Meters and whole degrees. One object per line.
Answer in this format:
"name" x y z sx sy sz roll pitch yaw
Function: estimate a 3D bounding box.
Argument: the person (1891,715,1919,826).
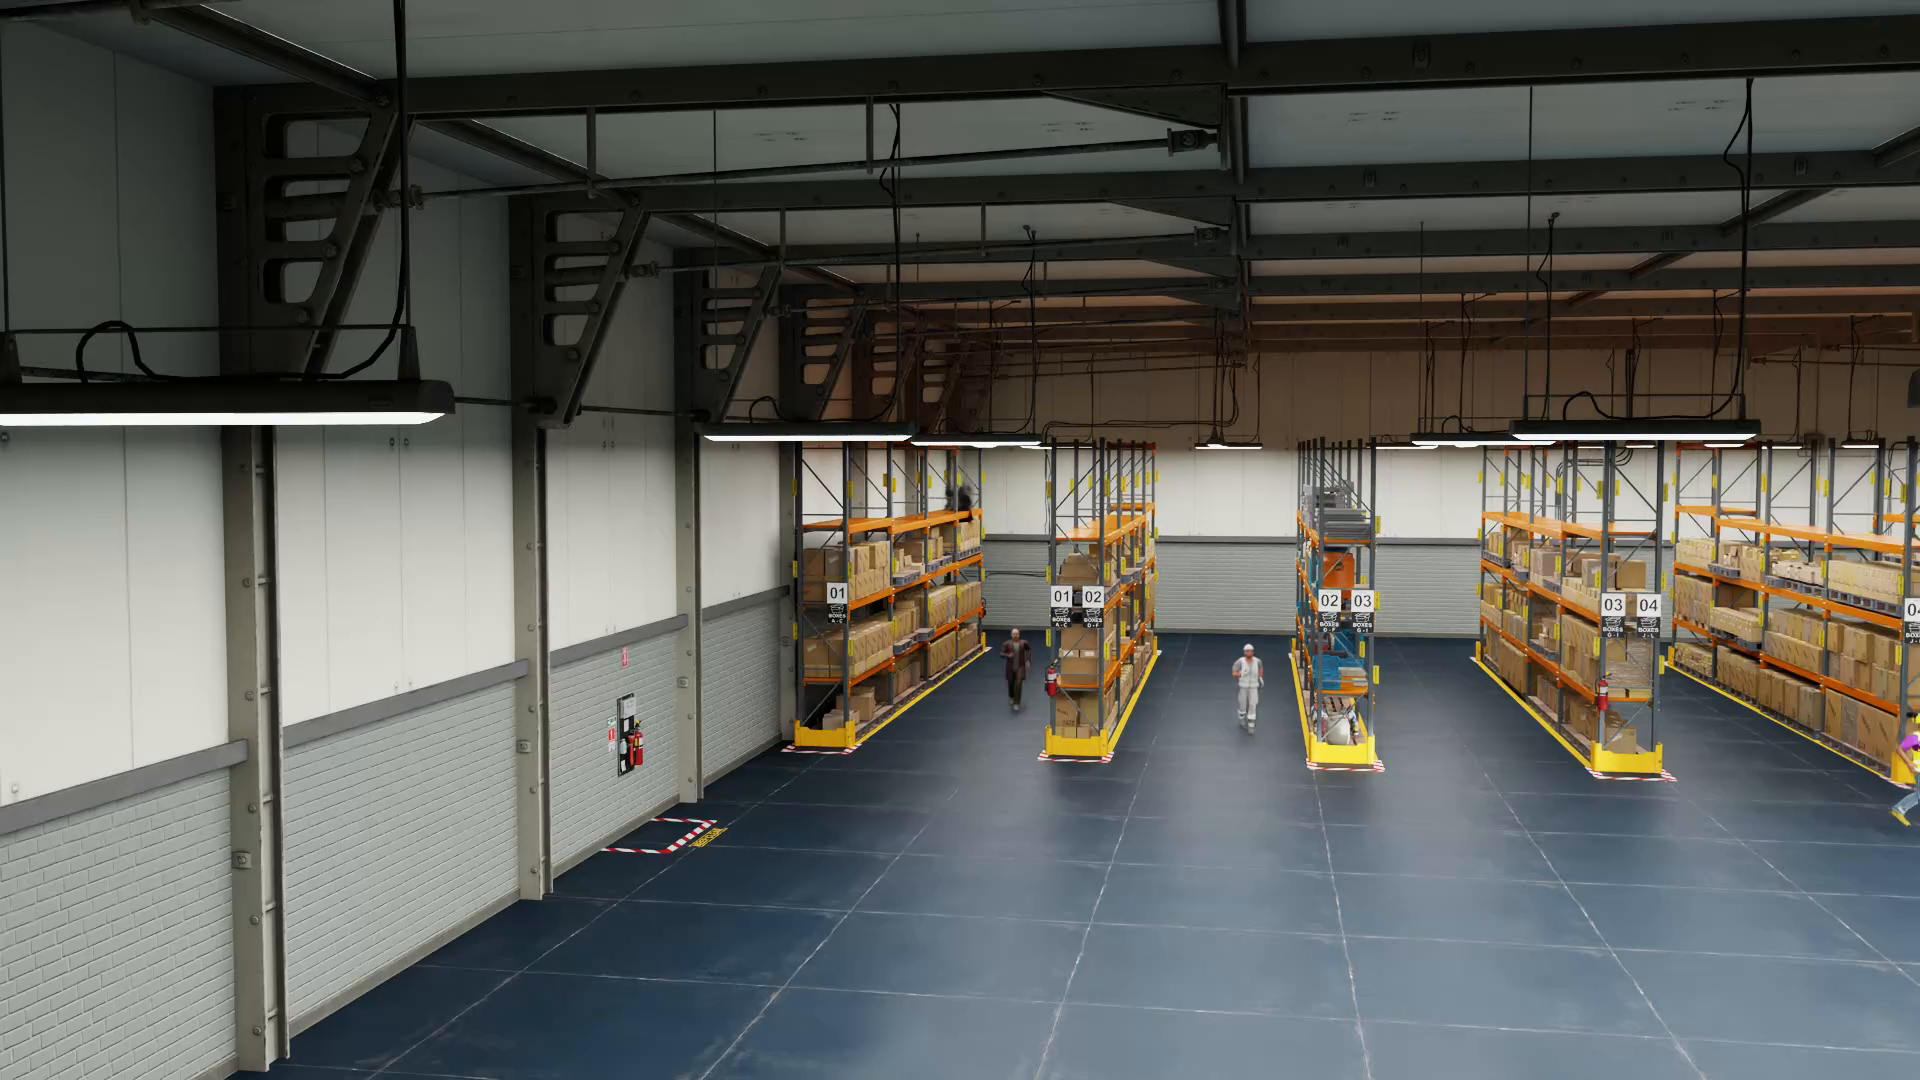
"person" 14.466 3.485 24.938 0.704 1.762 0.965 -2 4 -39

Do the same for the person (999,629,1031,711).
"person" 1.221 2.848 36.887 0.703 1.764 1.059 0 3 0

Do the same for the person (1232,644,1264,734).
"person" 5.865 3.002 33.869 0.664 1.772 0.999 0 3 0
